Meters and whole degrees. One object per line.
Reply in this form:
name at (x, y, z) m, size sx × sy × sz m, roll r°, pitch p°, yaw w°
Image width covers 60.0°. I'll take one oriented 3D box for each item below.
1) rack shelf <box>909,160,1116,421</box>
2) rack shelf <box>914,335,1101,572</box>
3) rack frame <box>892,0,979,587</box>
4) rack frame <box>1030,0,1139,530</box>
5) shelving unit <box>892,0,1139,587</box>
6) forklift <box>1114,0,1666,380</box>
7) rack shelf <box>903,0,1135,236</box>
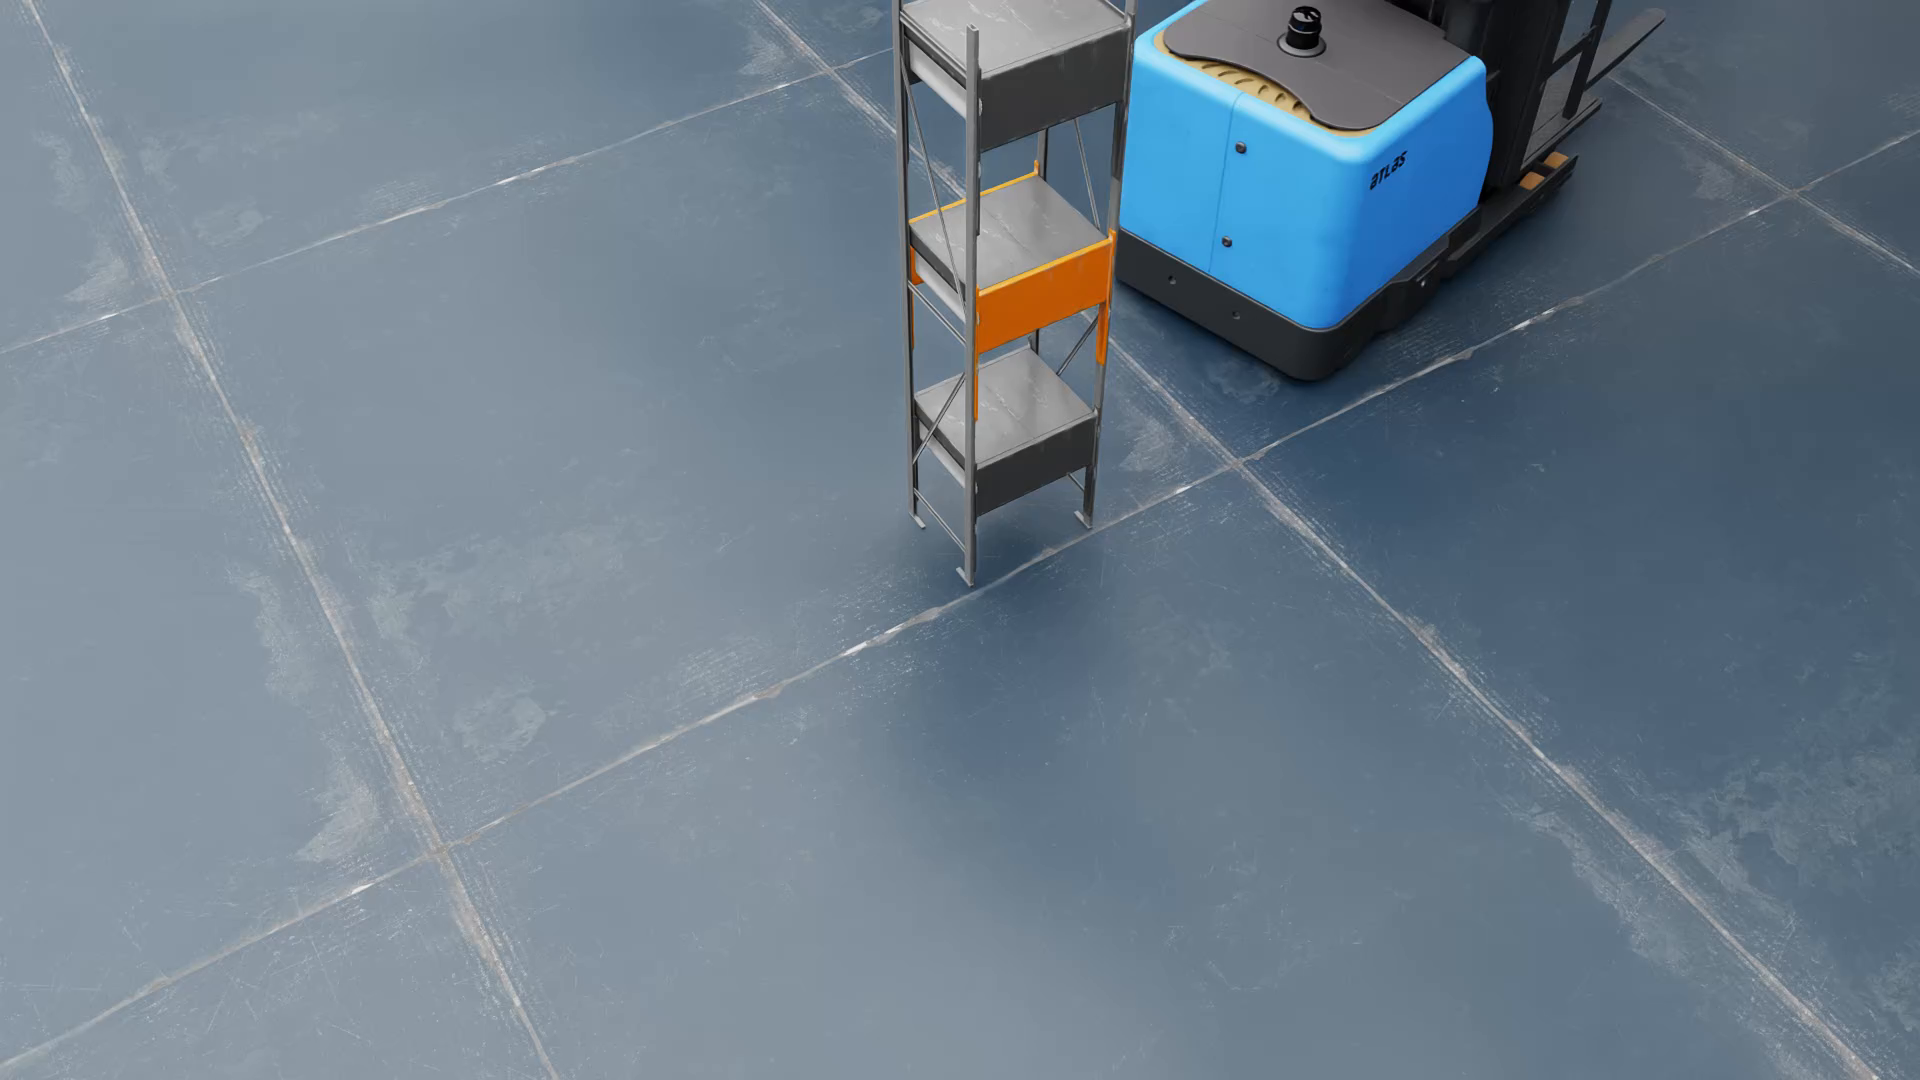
rack shelf at (0.140, -0.755, 5.035) m, size 0.480 × 0.518 × 0.431 m, roll -25°, pitch 53°, yaw -21°
rack shelf at (0.140, -0.290, 5.558) m, size 0.480 × 0.518 × 0.431 m, roll -25°, pitch 53°, yaw -21°
rack frame at (-0.066, -0.667, 4.938) m, size 0.015 × 2.100 × 0.400 m, roll -25°, pitch 53°, yaw -21°
rack frame at (0.346, -0.861, 5.111) m, size 0.015 × 2.100 × 0.400 m, roll -25°, pitch 53°, yaw -21°
shelving unit at (0.140, -0.764, 5.025) m, size 0.503 × 2.100 × 0.431 m, roll -25°, pitch 53°, yaw -21°
forklift at (1.954, -2.581, 6.085) m, size 1.130 × 2.935 × 3.031 m, roll 35°, pitch 57°, yaw 27°
rack shelf at (0.140, -1.221, 4.512) m, size 0.480 × 0.518 × 0.431 m, roll -25°, pitch 53°, yaw -21°
